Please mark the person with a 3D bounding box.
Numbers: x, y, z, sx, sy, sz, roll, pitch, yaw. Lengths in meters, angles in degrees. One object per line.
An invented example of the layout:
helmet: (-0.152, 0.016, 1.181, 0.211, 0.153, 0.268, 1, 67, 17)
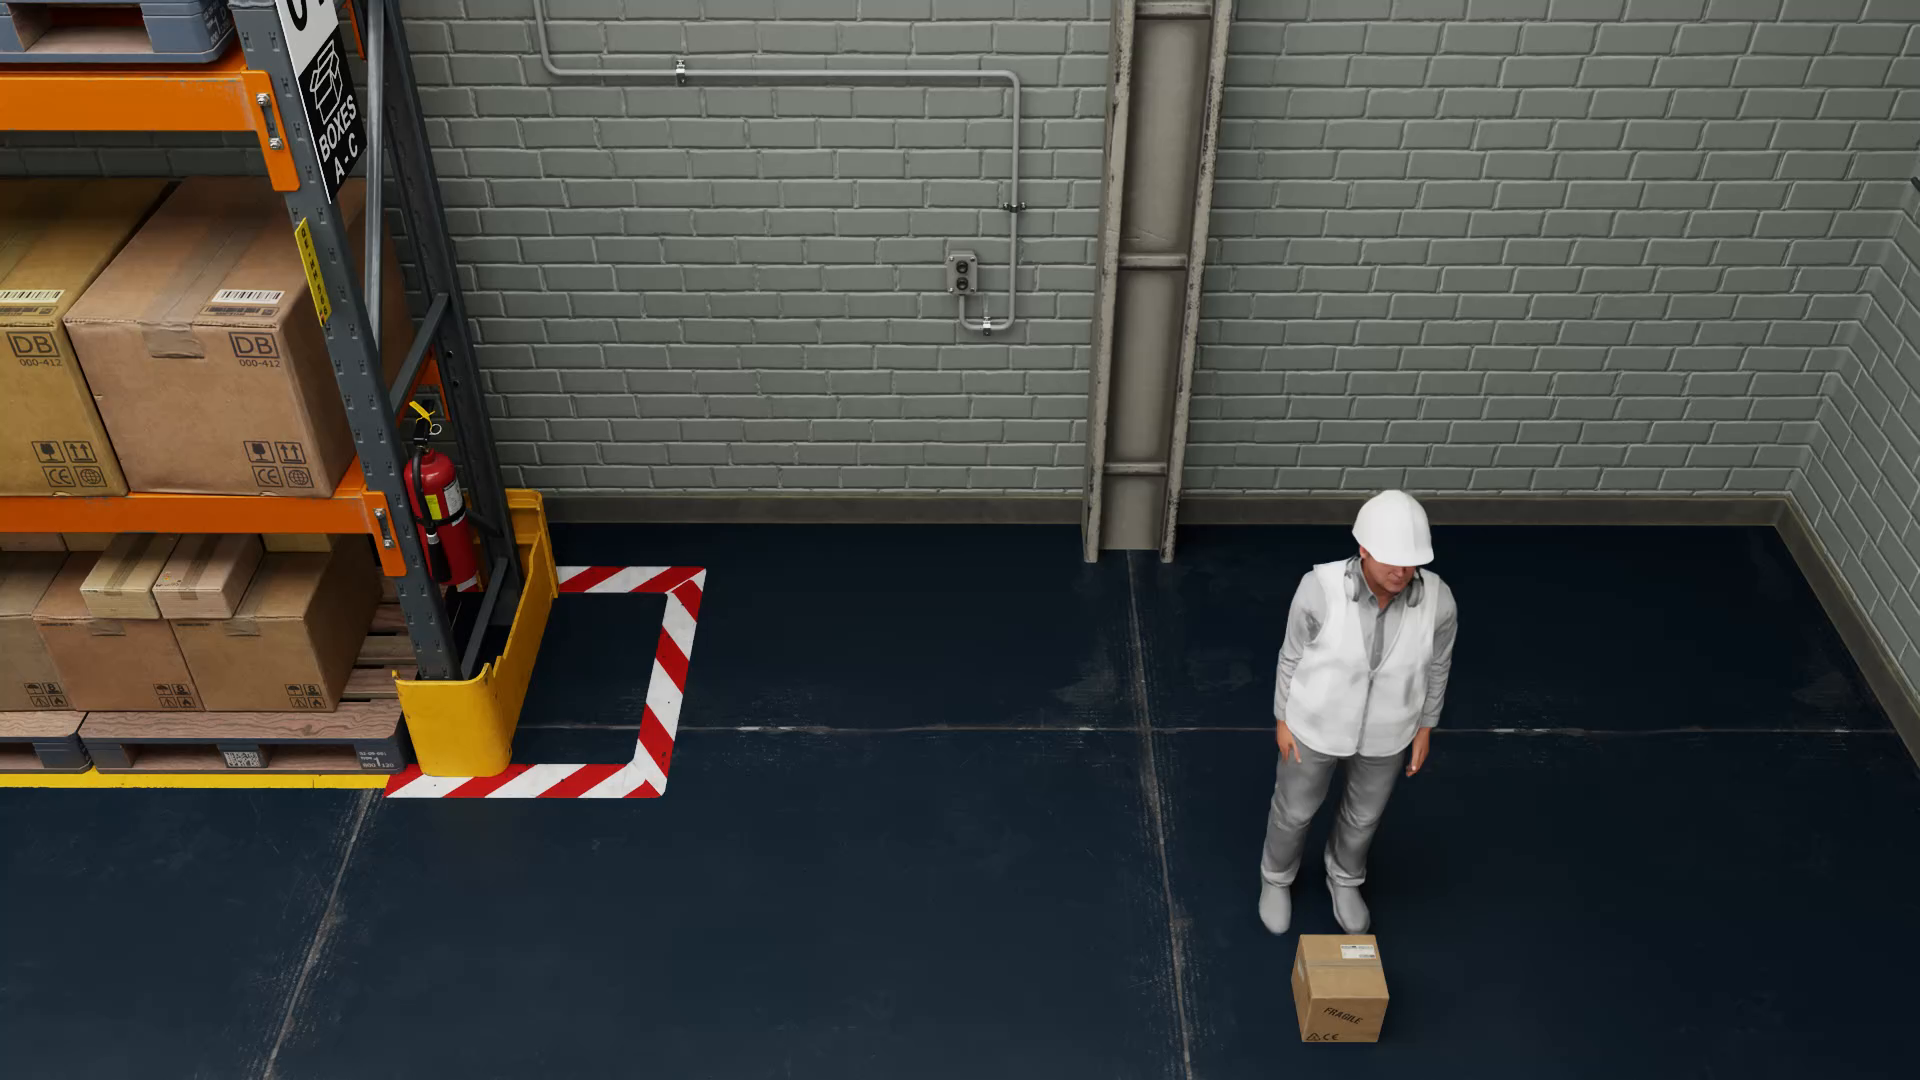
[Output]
person: (1.282, 0.603, 5.405, 0.543, 1.796, 0.370, 1, 39, 1)
